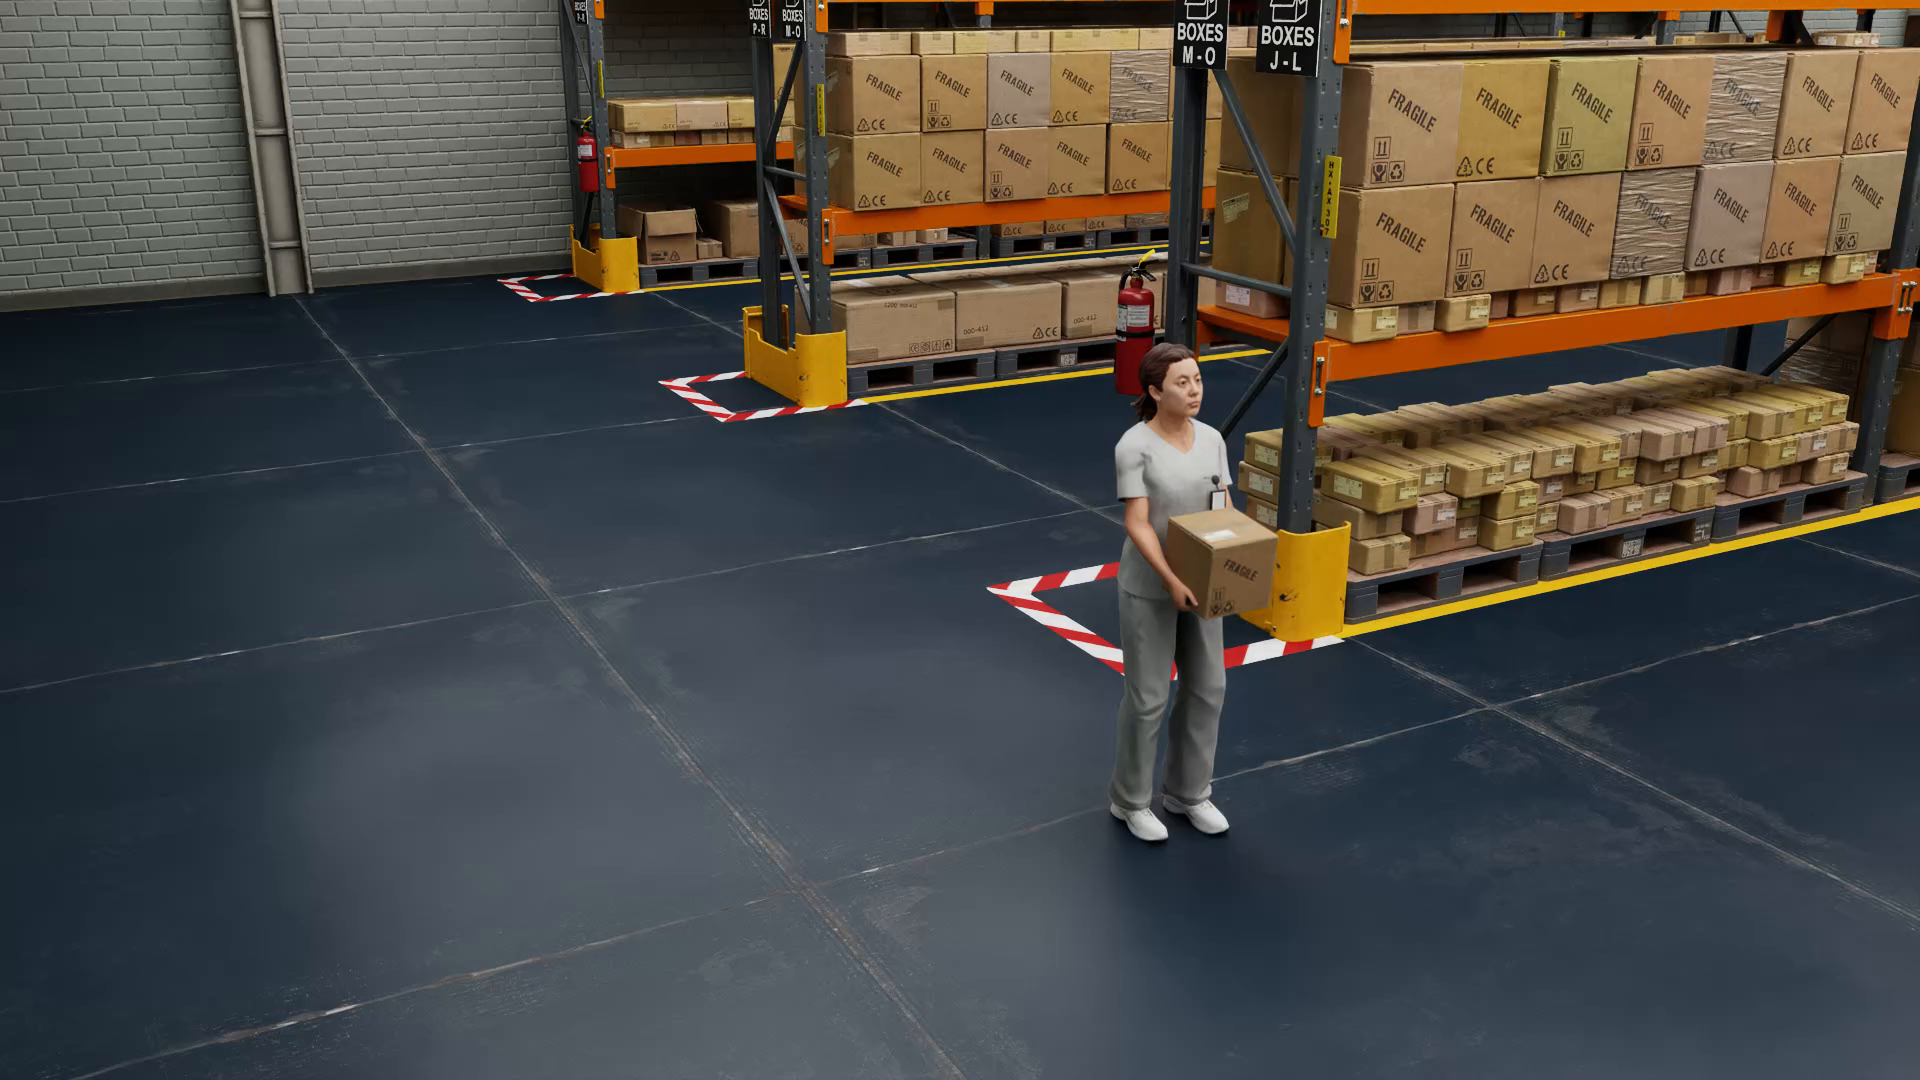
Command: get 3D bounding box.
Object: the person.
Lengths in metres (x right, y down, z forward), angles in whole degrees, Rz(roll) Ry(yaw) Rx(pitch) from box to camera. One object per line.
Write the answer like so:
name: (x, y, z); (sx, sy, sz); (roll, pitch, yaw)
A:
person: (0.727, 0.176, 5.531); (0.469, 1.676, 0.416); (-10, 21, -28)
